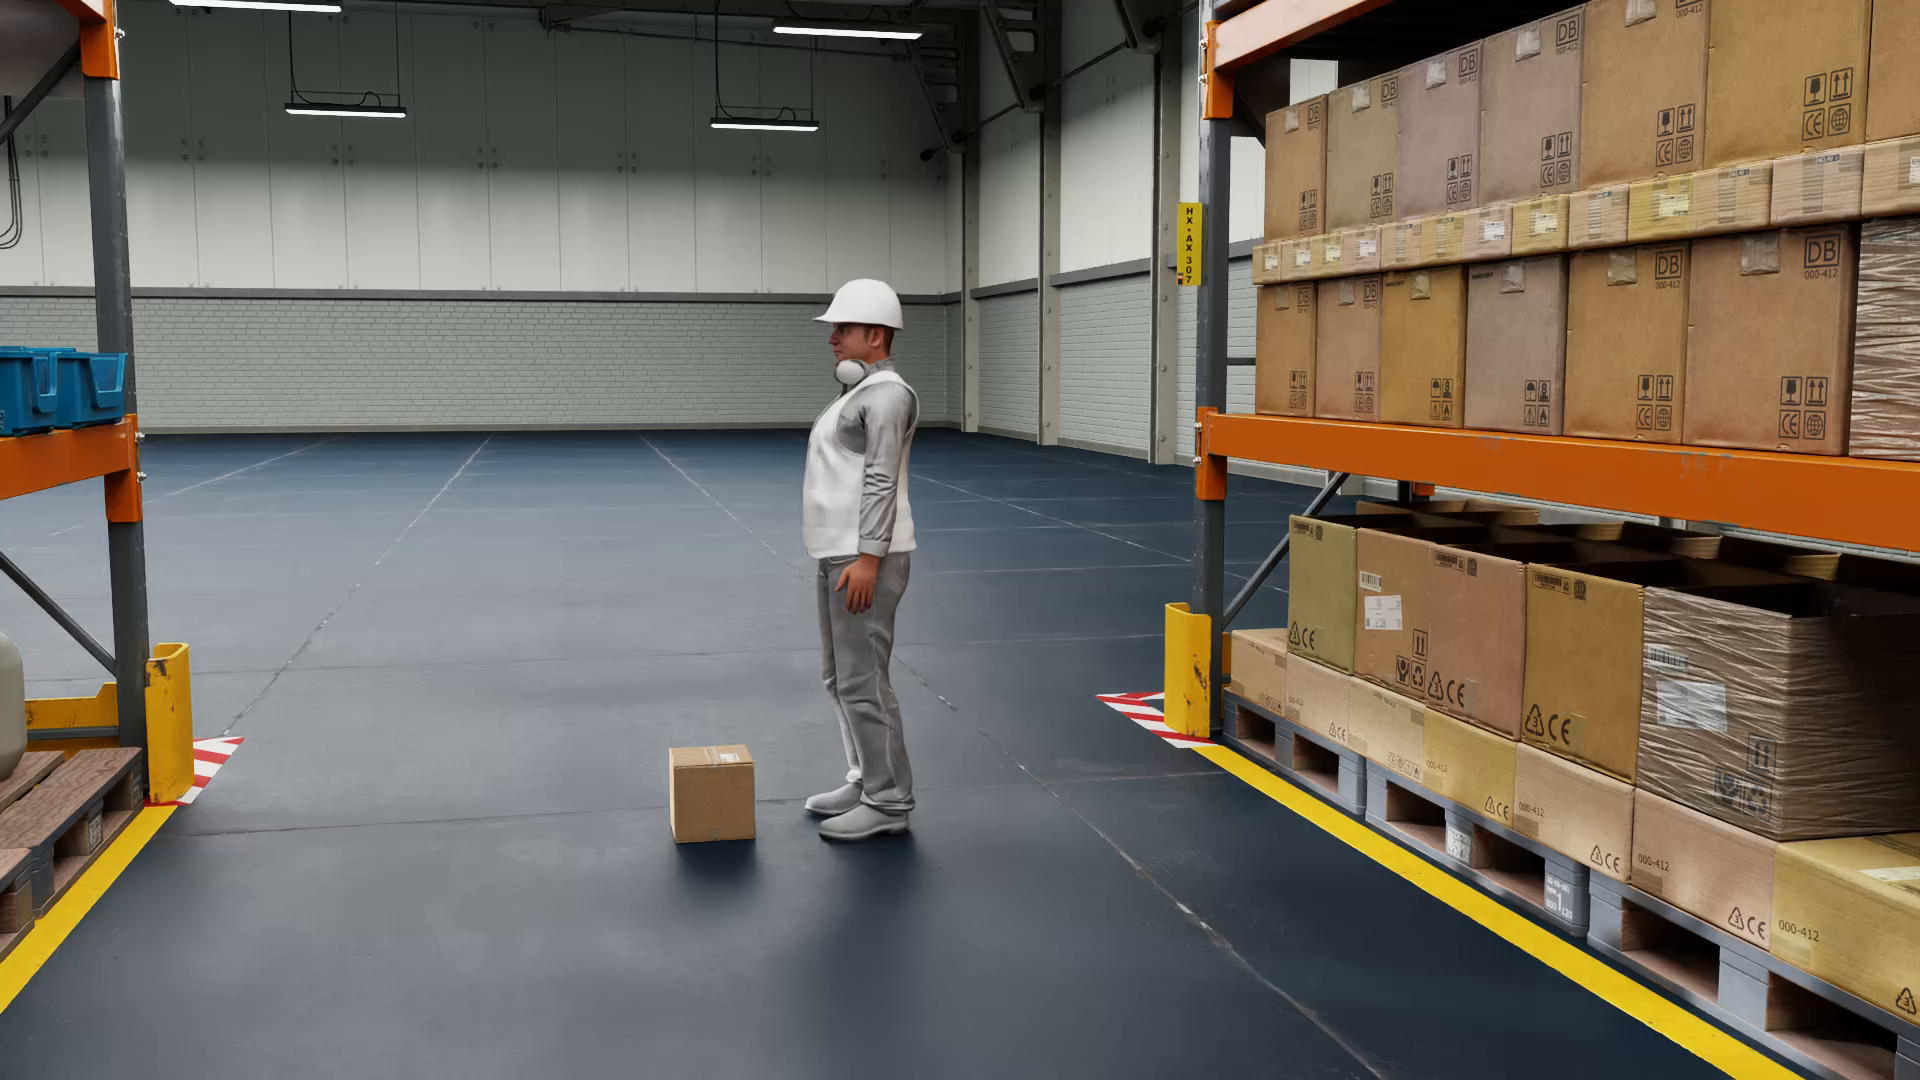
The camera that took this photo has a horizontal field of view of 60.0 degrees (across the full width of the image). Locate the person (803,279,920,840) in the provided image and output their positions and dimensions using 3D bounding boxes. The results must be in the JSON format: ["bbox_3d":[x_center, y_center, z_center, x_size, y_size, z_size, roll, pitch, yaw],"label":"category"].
[{"bbox_3d":[-0.326,0.053,5.366,0.359,1.772,0.532,-1,6,-12],"label":"person"}]
